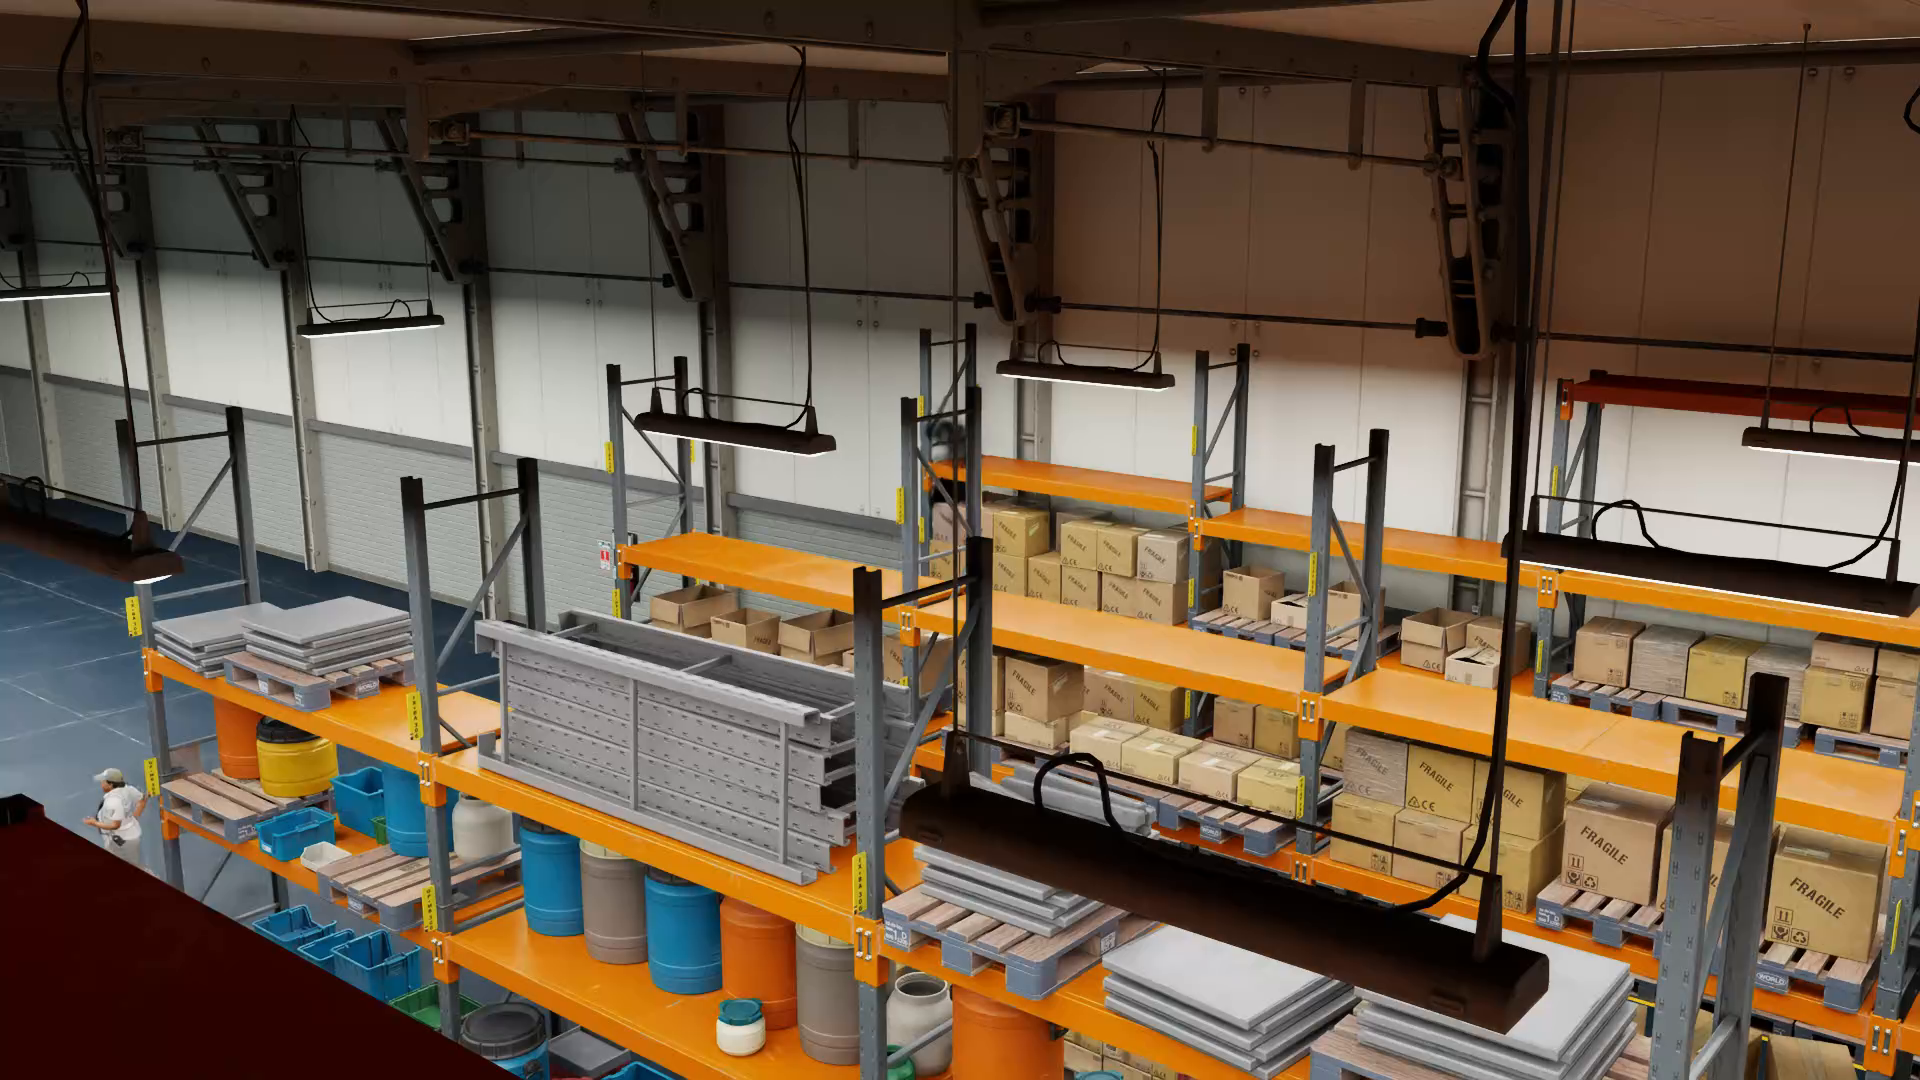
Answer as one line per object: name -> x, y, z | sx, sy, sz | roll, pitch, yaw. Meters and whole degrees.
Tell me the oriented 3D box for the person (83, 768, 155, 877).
person -> -9.029, 3.298, 17.984 | 0.740, 1.738, 0.574 | -6, 14, -24
